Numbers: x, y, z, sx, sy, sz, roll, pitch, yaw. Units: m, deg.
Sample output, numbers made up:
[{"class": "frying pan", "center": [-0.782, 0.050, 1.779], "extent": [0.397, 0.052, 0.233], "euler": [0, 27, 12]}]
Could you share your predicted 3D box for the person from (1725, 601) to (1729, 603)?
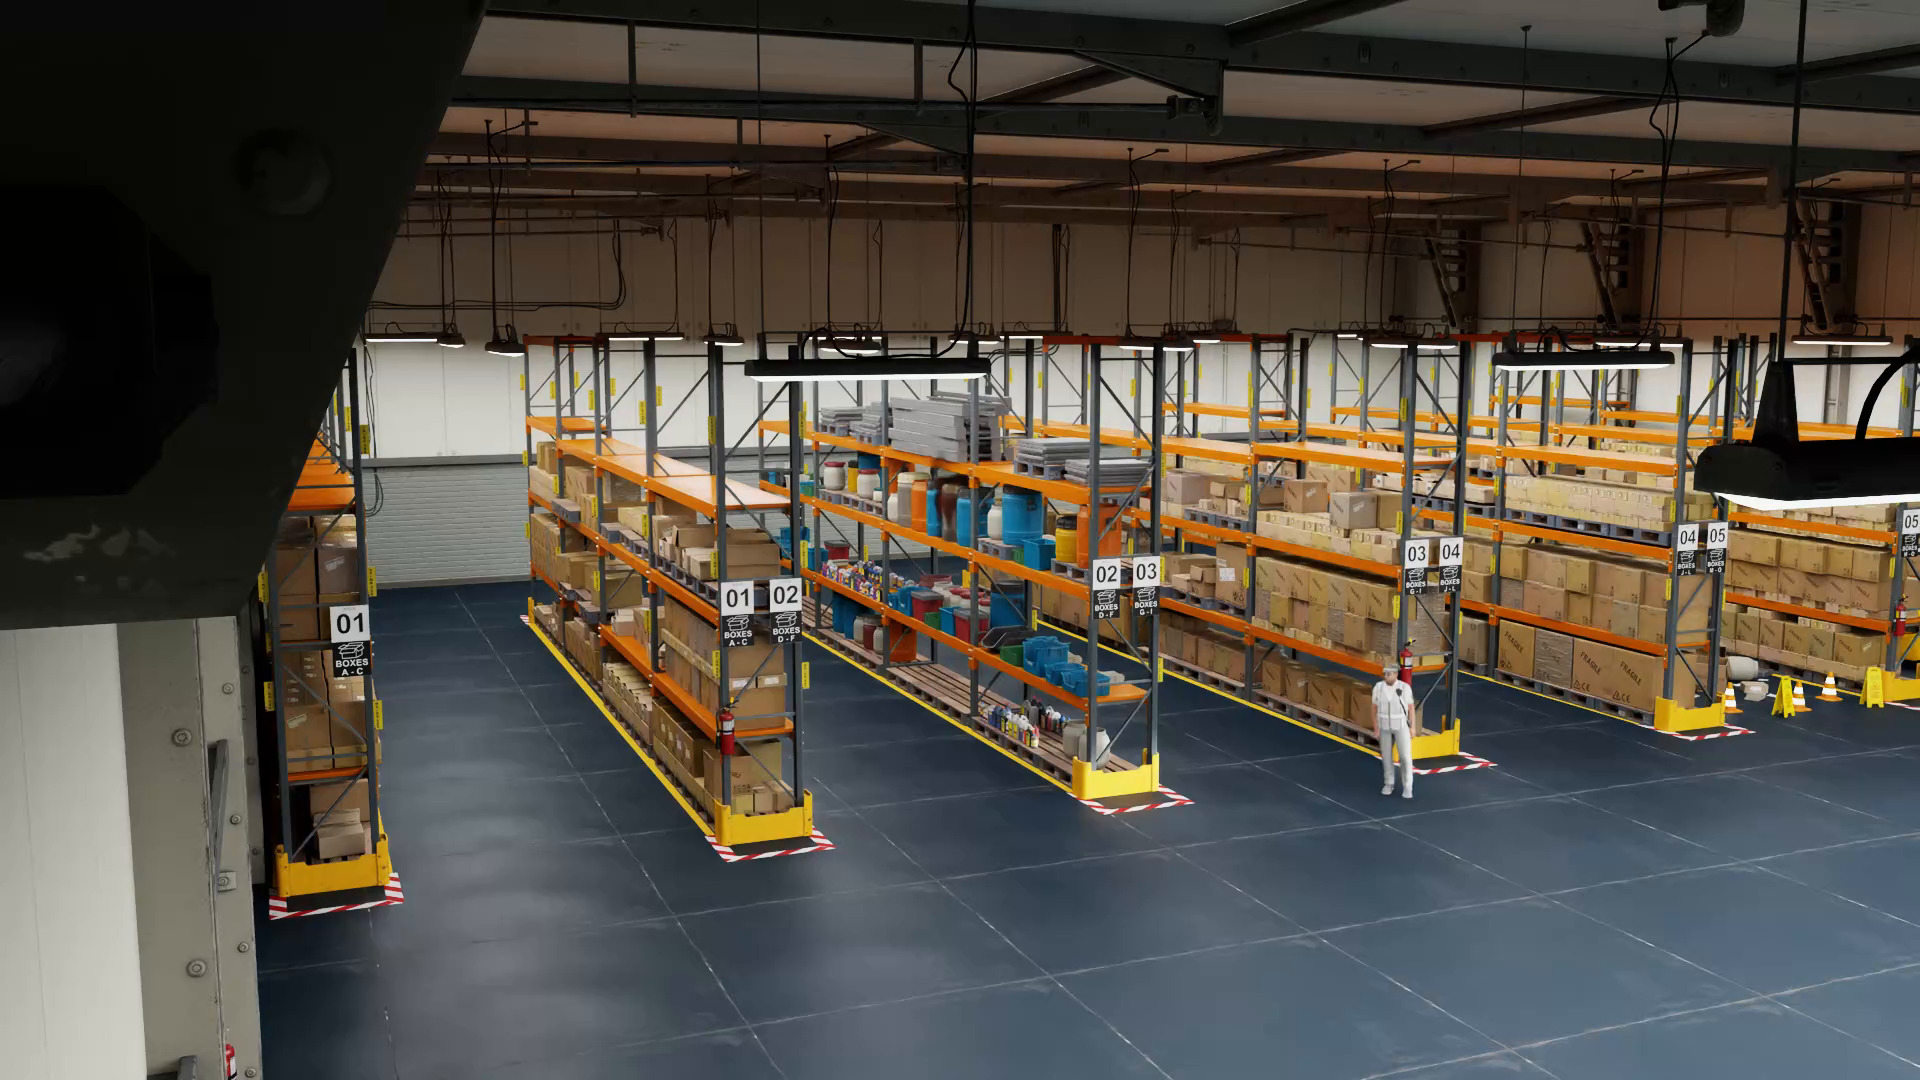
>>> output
[{"class": "person", "center": [16.244, 0.857, 34.778], "extent": [0.695, 1.749, 0.652], "euler": [3, 8, 23]}]

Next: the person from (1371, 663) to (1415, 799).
[{"class": "person", "center": [5.787, 2.530, 22.234], "extent": [0.605, 1.813, 0.416], "euler": [4, 8, 26]}]

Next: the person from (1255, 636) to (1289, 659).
[{"class": "person", "center": [5.846, 1.334, 31.175], "extent": [0.641, 1.733, 1.004], "euler": [-3, 8, -19]}]
